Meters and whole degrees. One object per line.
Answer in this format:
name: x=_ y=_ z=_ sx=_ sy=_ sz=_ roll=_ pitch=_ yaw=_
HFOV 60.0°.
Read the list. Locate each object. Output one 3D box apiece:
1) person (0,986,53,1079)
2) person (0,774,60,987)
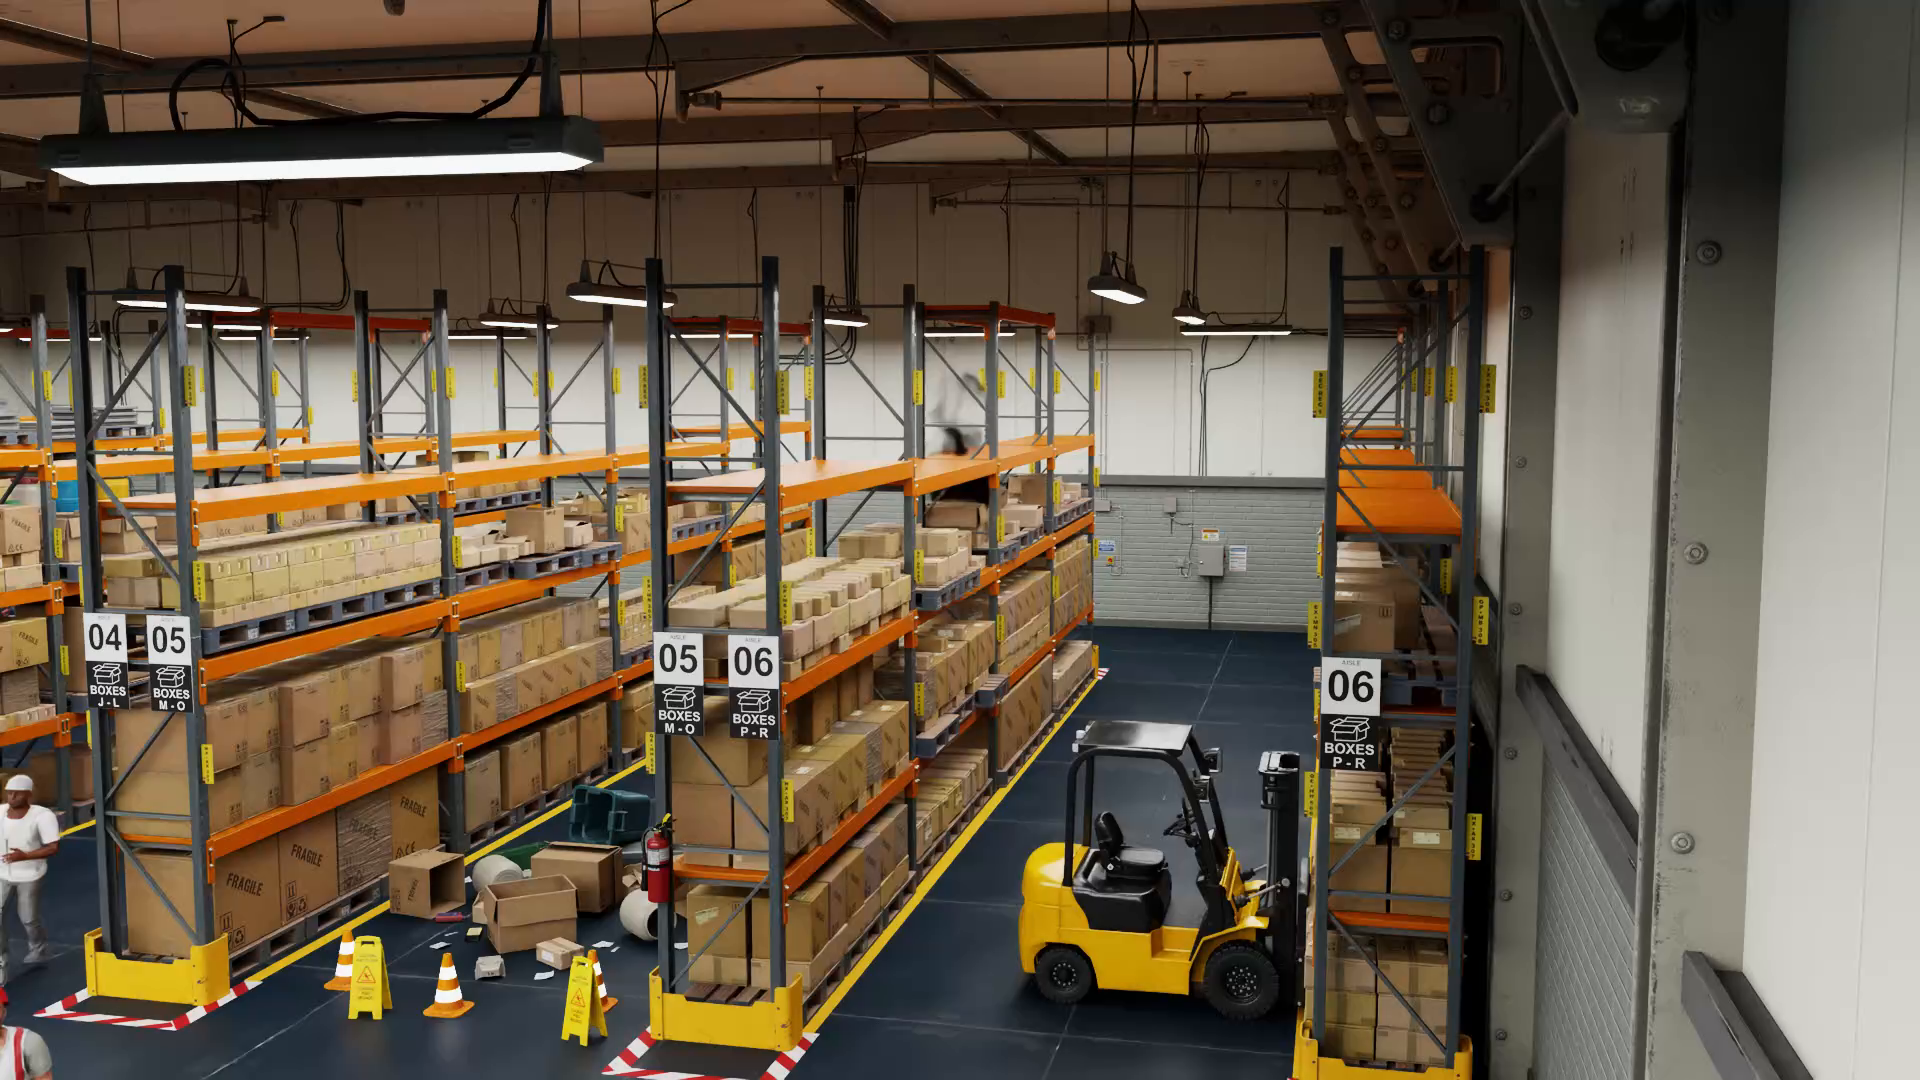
person: x=-5.369 y=3.356 z=9.231 sx=0.632 sy=1.826 sz=0.752 roll=-4 pitch=7 yaw=-37
person: x=-7.991 y=2.883 z=14.182 sx=0.680 sy=1.819 sz=0.726 roll=0 pitch=6 yaw=-4
